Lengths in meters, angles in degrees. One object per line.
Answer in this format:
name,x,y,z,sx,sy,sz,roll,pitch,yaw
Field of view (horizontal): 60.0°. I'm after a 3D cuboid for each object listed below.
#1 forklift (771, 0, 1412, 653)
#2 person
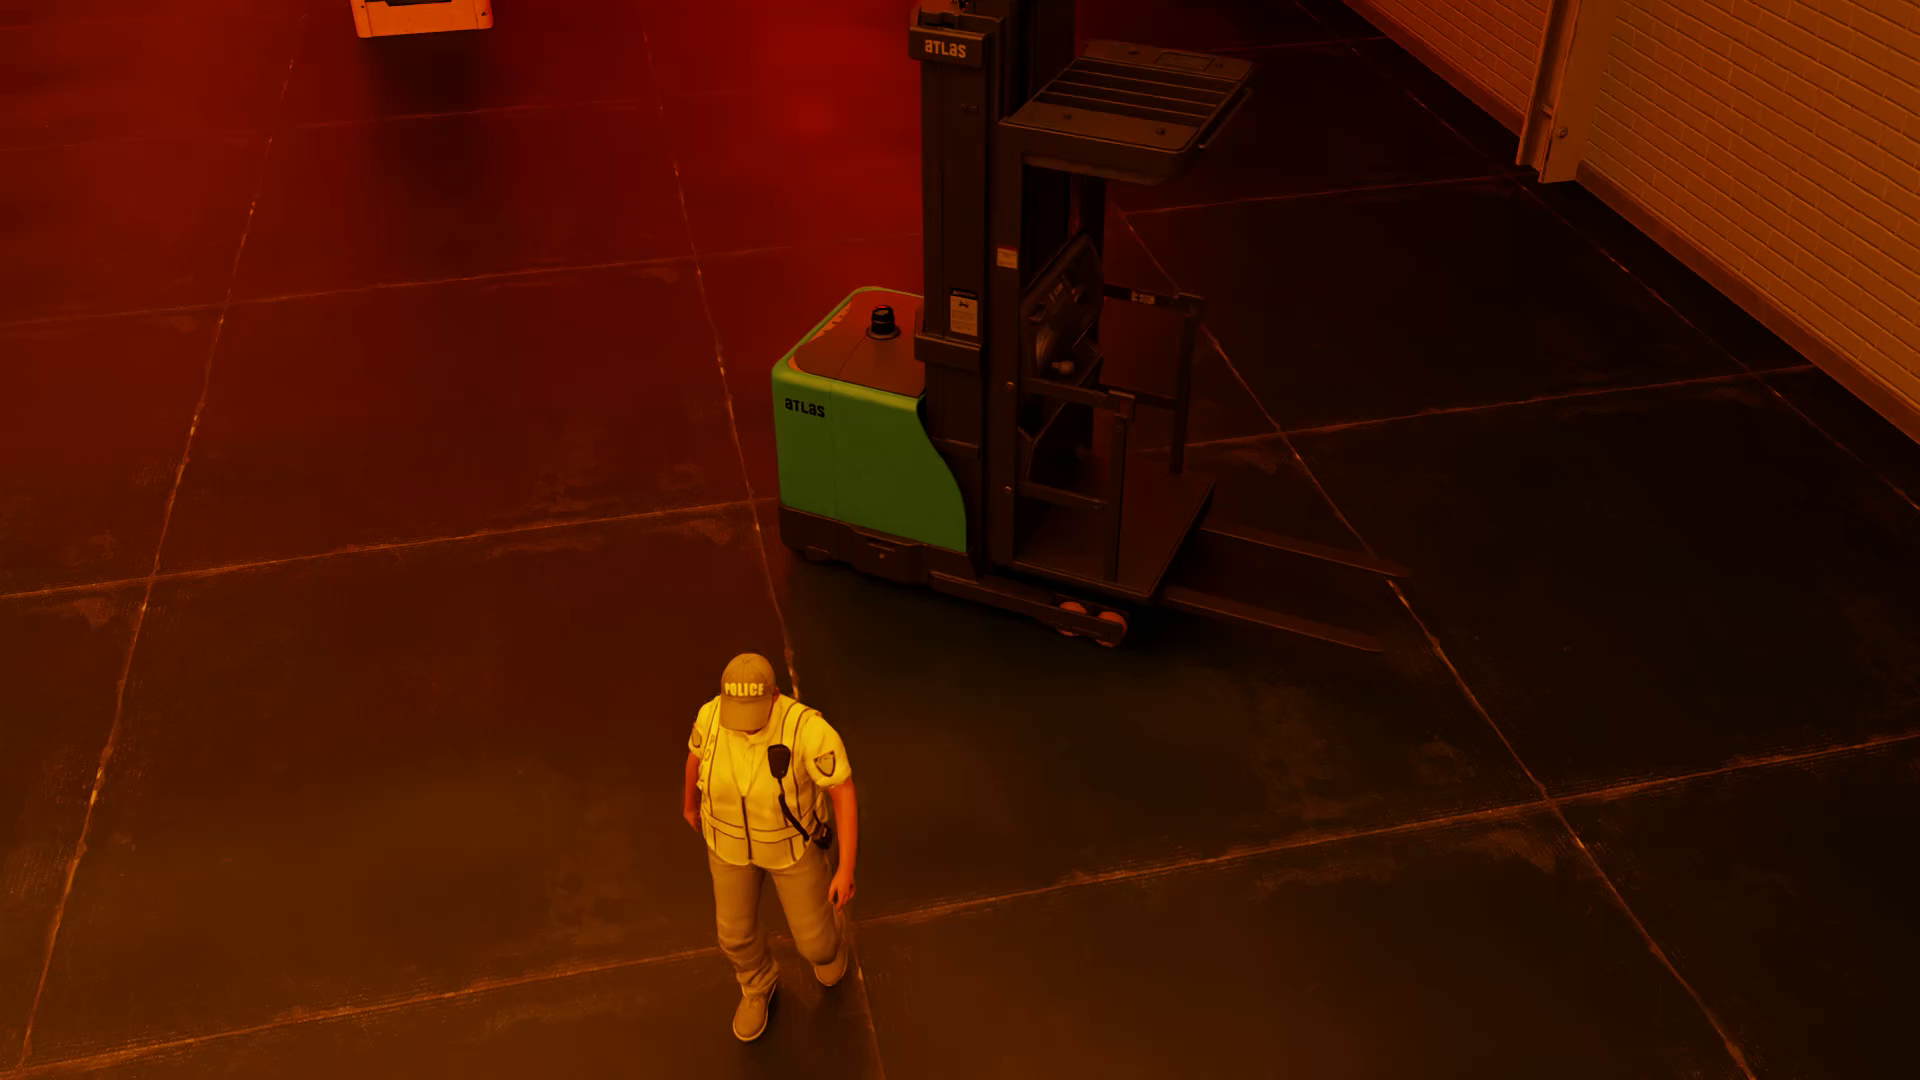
forklift,0.649,-1.040,7.495,3.031,2.935,1.130,14,38,19
person,-0.652,1.022,5.739,0.689,1.647,0.511,6,36,8
